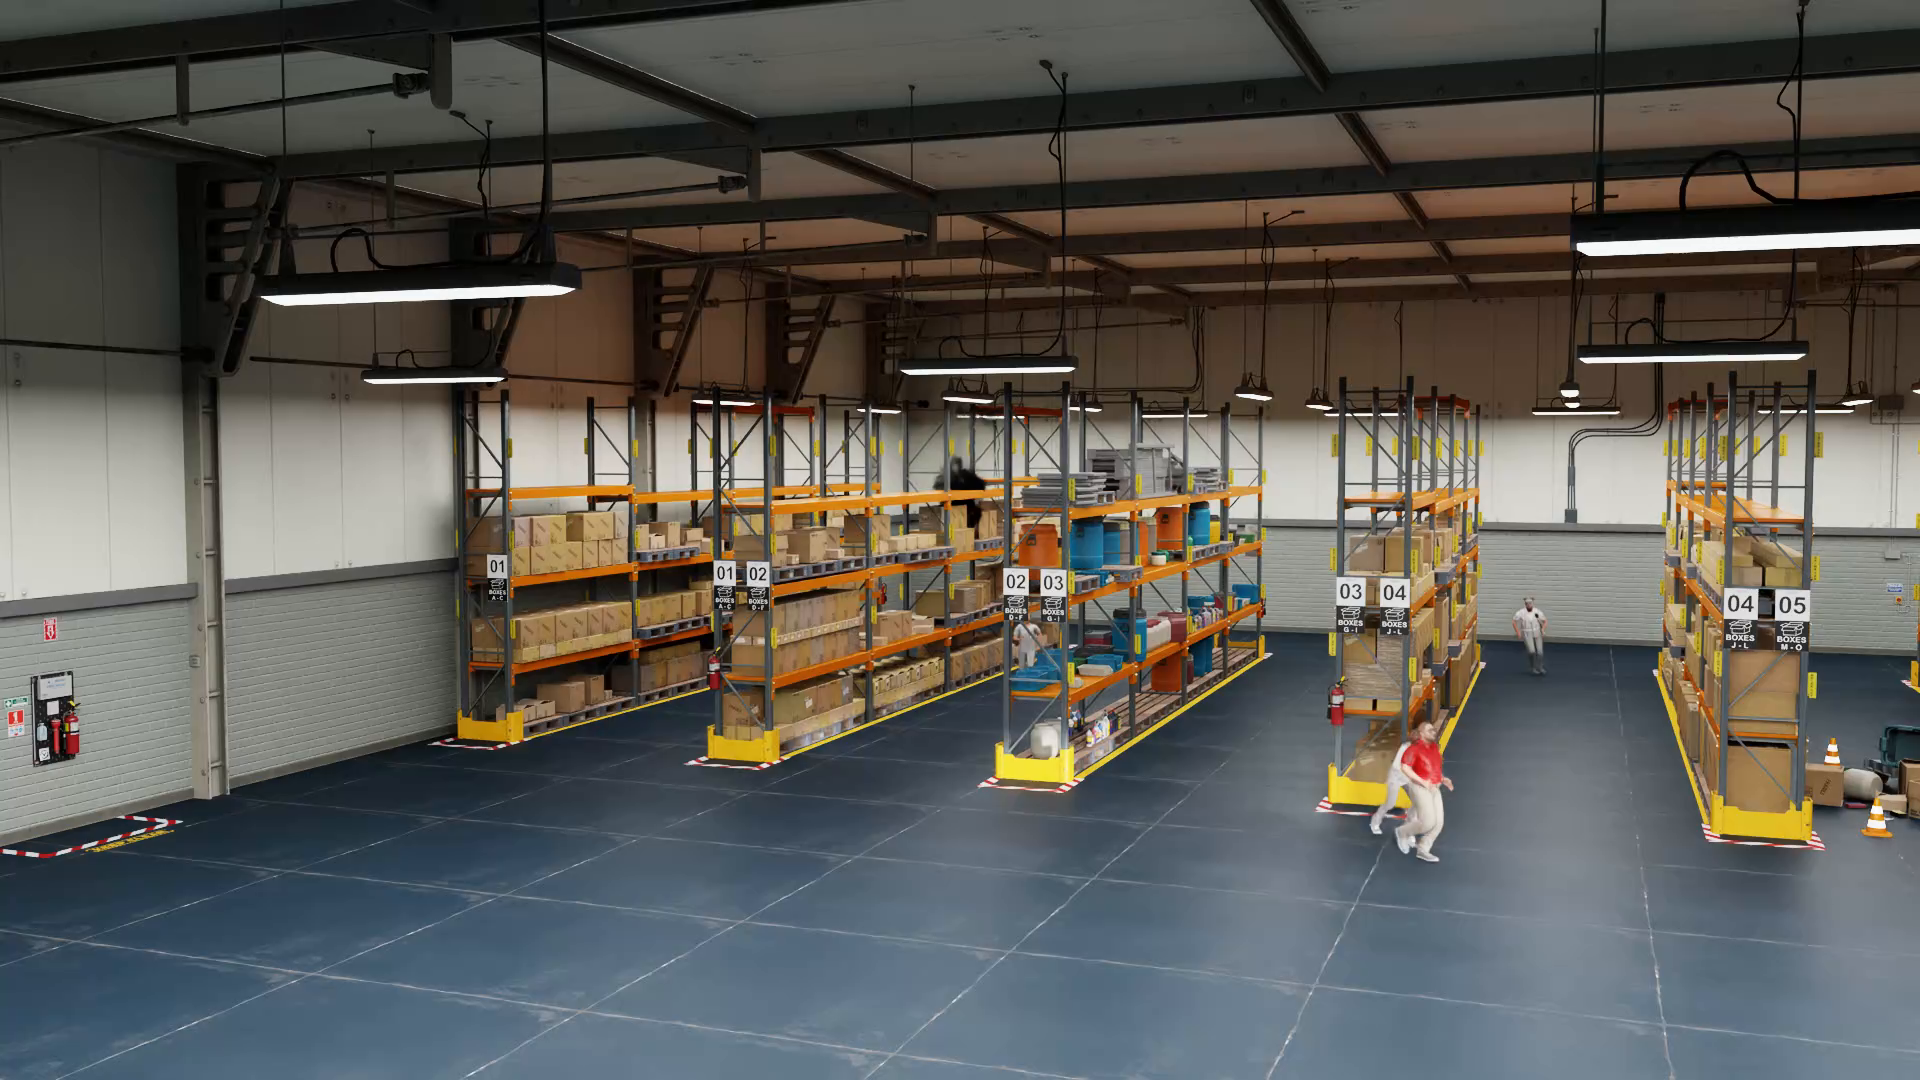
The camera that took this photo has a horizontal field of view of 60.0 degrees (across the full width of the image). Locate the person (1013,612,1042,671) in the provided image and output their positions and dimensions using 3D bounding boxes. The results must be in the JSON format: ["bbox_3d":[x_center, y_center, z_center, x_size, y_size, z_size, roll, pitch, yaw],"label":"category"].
[{"bbox_3d":[1.359,2.285,33.828,0.569,1.672,0.943,0,3,7],"label":"person"}]

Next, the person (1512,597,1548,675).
[{"bbox_3d":[12.638,2.115,36.802,0.724,1.736,0.615,0,3,6],"label":"person"}]

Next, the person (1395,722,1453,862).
[{"bbox_3d":[5.629,3.046,20.208,0.648,1.679,0.595,-3,4,-39],"label":"person"}]

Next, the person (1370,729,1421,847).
[{"bbox_3d":[5.588,3.108,21.113,0.580,1.531,0.916,-2,4,-33],"label":"person"}]
